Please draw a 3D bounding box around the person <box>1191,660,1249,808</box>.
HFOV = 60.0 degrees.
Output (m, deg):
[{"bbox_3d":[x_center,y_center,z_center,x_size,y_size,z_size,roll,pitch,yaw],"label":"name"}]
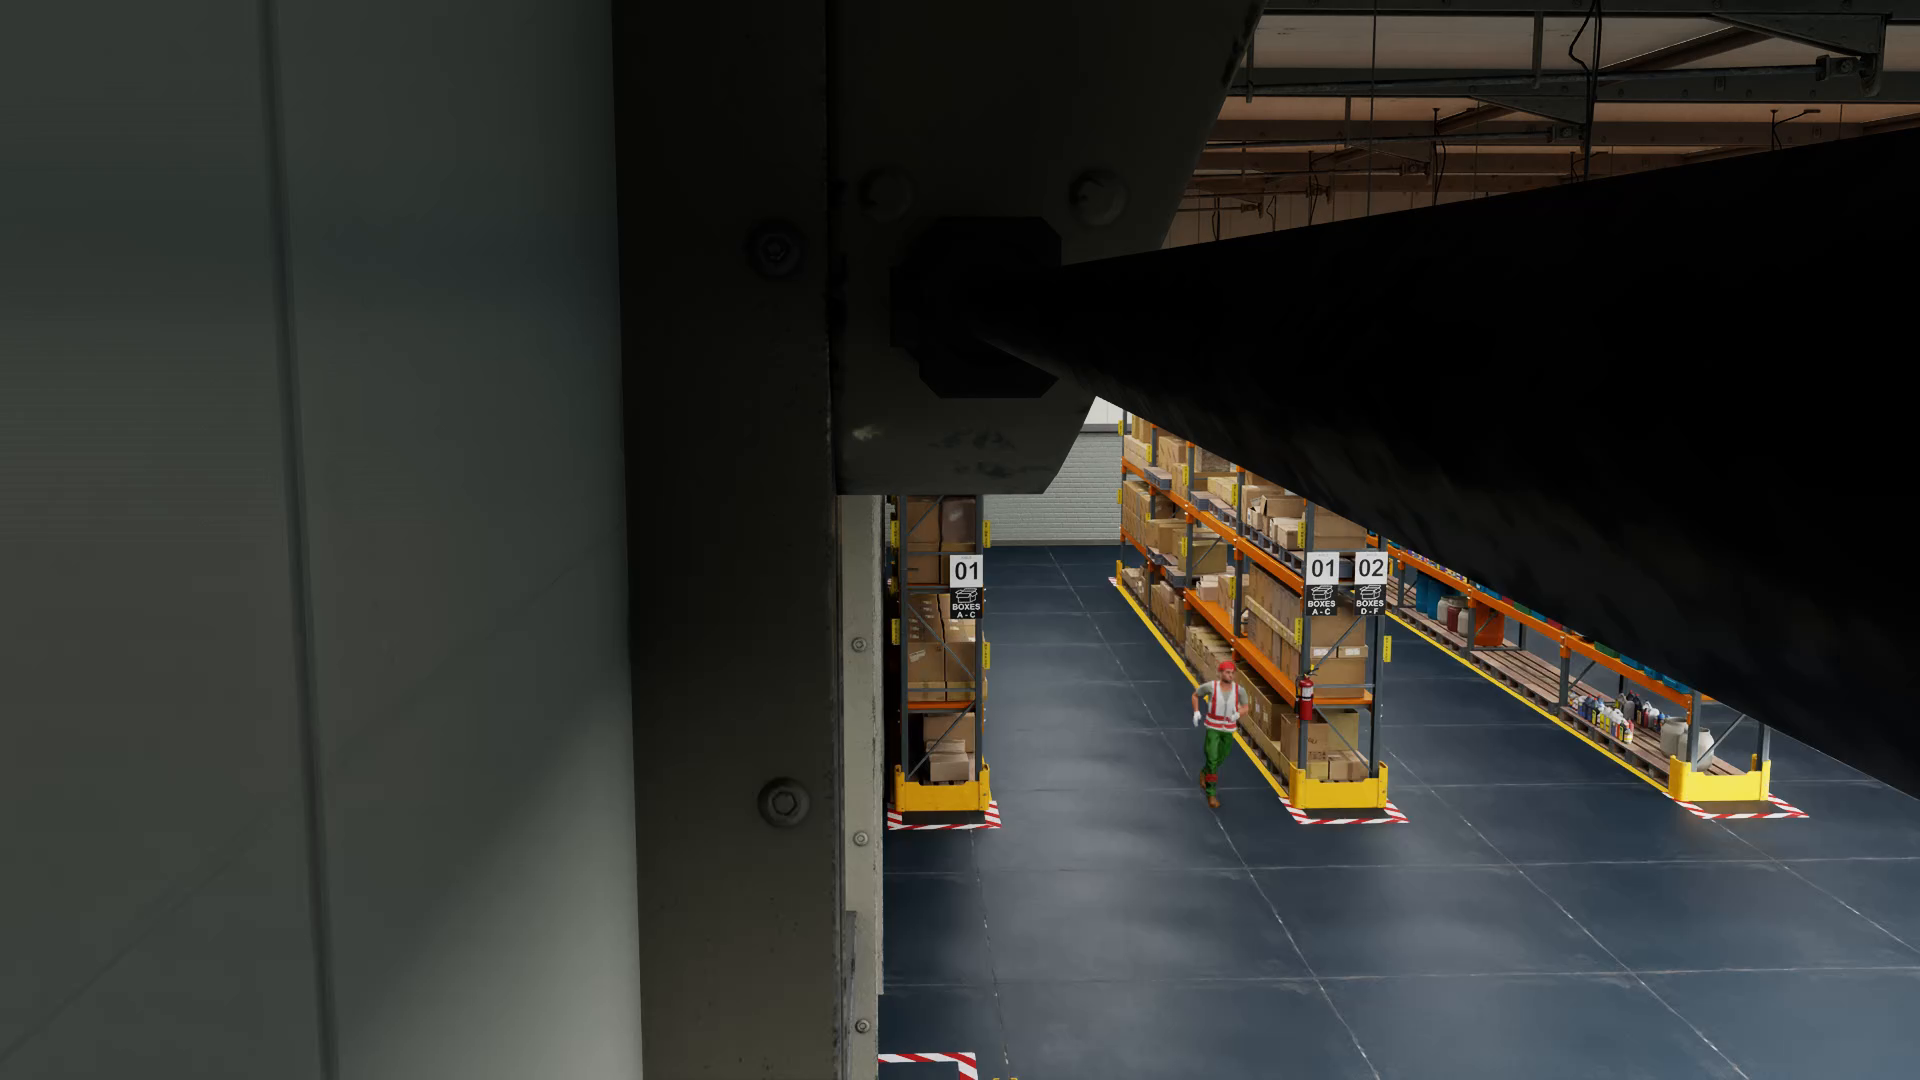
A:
[{"bbox_3d":[3.266,2.366,20.802,0.710,1.748,1.019,-1,8,-8],"label":"person"}]
